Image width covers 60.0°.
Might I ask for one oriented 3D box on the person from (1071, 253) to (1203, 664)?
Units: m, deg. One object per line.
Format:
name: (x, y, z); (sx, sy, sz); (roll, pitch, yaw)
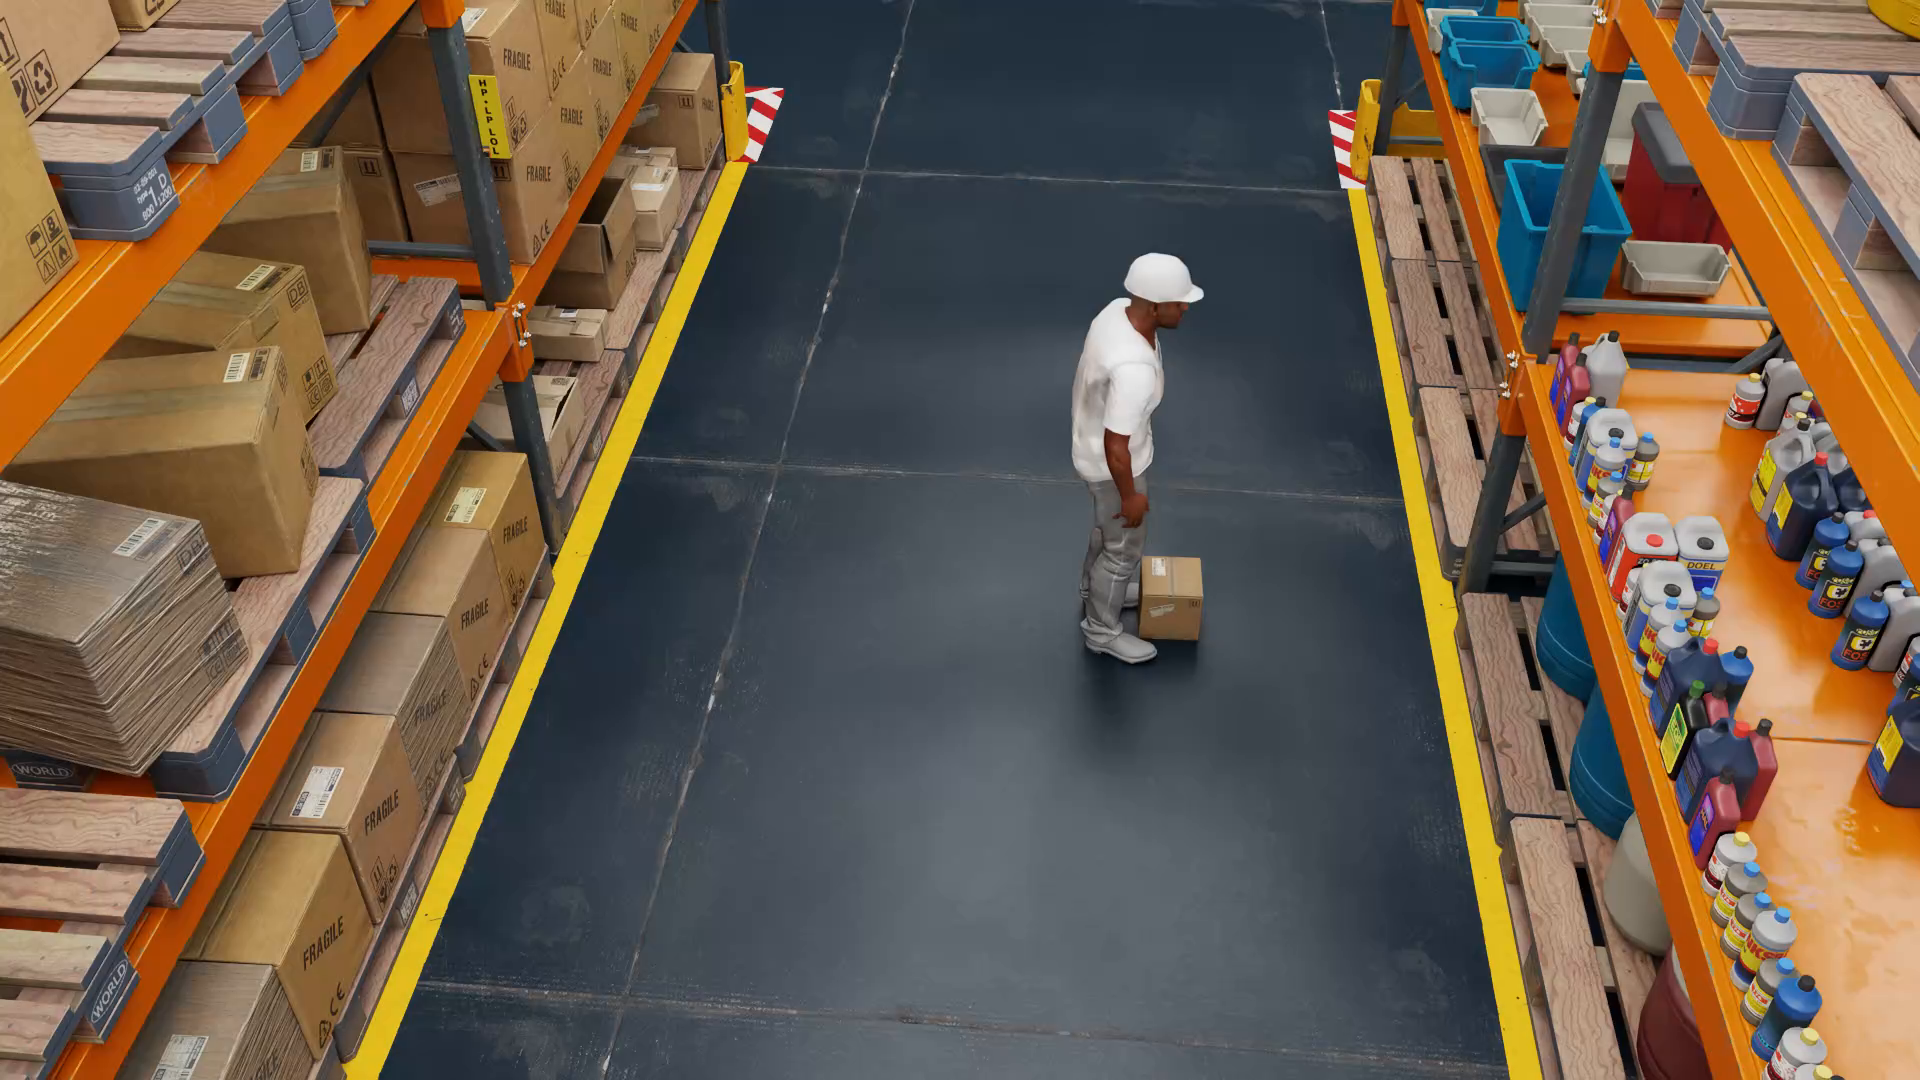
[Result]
person: (0.660, -0.338, 6.546); (0.459, 1.761, 0.626); (3, 40, 4)
